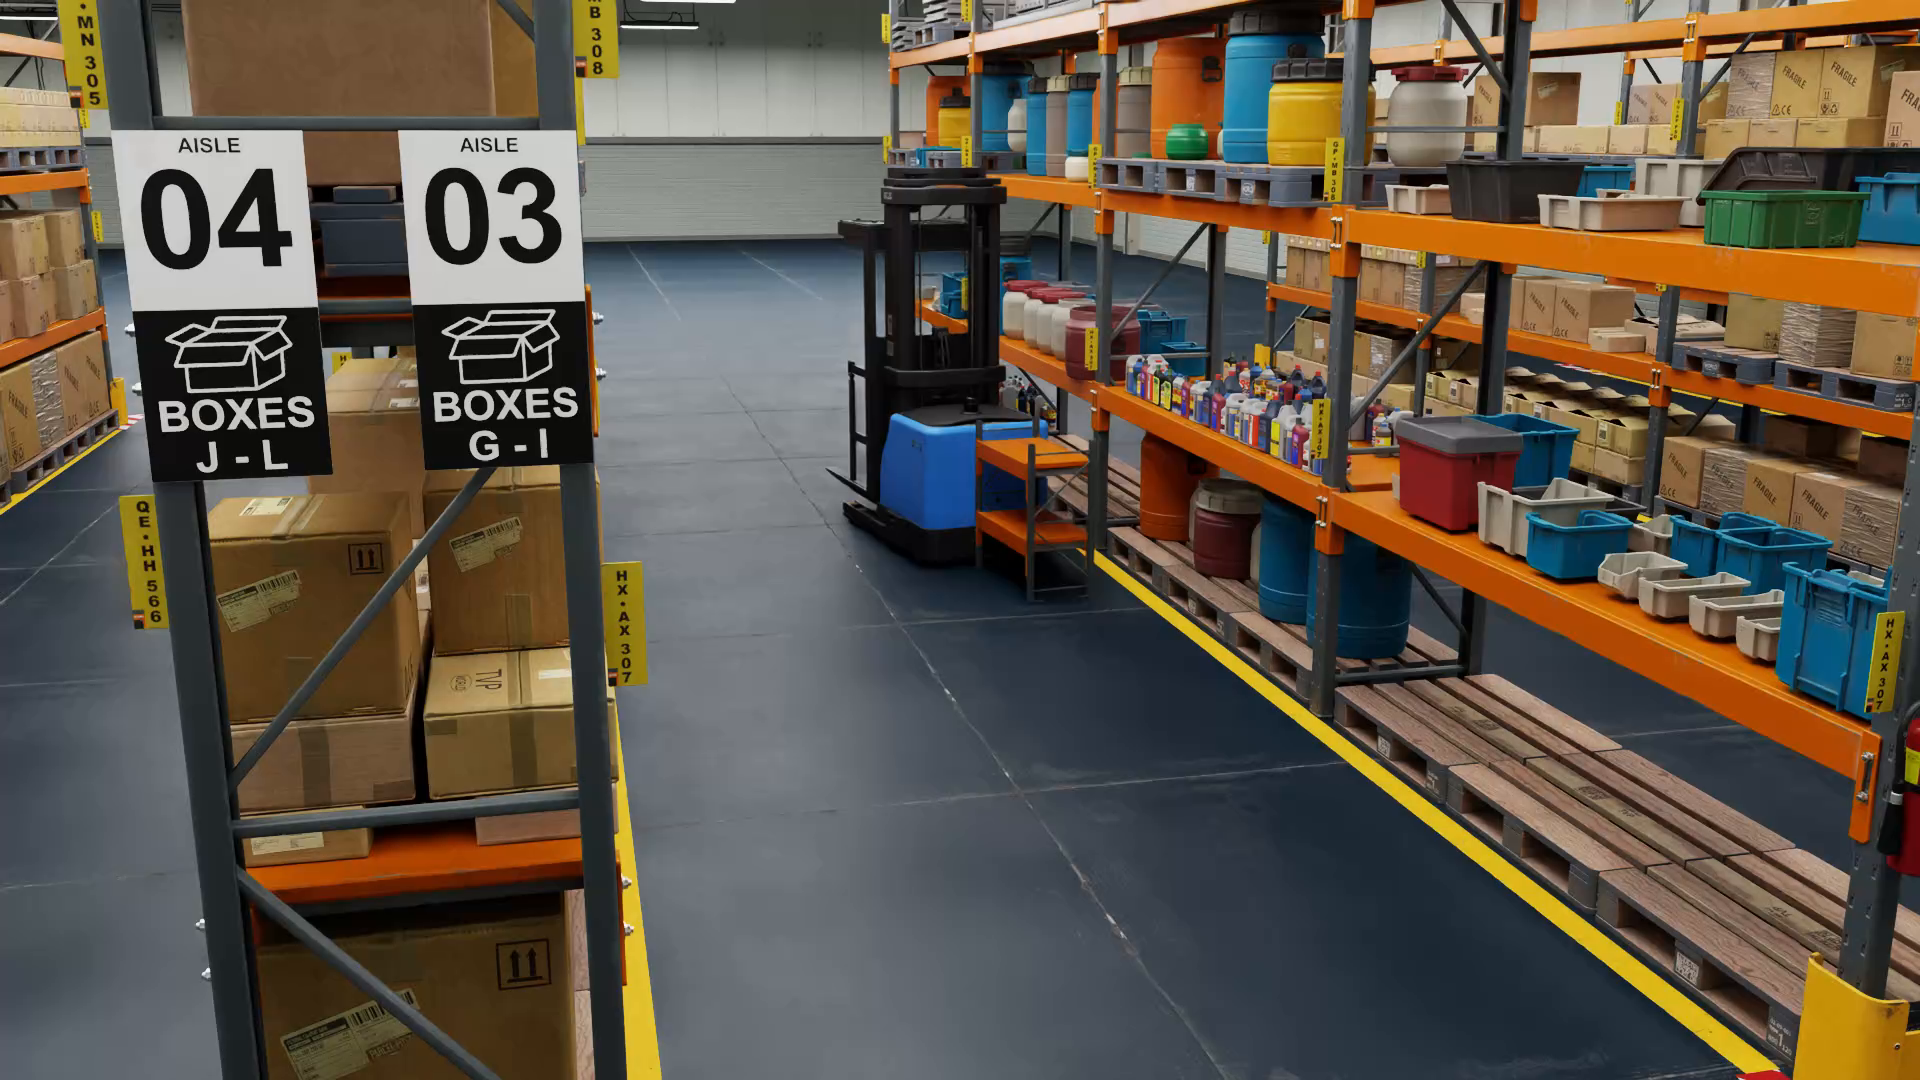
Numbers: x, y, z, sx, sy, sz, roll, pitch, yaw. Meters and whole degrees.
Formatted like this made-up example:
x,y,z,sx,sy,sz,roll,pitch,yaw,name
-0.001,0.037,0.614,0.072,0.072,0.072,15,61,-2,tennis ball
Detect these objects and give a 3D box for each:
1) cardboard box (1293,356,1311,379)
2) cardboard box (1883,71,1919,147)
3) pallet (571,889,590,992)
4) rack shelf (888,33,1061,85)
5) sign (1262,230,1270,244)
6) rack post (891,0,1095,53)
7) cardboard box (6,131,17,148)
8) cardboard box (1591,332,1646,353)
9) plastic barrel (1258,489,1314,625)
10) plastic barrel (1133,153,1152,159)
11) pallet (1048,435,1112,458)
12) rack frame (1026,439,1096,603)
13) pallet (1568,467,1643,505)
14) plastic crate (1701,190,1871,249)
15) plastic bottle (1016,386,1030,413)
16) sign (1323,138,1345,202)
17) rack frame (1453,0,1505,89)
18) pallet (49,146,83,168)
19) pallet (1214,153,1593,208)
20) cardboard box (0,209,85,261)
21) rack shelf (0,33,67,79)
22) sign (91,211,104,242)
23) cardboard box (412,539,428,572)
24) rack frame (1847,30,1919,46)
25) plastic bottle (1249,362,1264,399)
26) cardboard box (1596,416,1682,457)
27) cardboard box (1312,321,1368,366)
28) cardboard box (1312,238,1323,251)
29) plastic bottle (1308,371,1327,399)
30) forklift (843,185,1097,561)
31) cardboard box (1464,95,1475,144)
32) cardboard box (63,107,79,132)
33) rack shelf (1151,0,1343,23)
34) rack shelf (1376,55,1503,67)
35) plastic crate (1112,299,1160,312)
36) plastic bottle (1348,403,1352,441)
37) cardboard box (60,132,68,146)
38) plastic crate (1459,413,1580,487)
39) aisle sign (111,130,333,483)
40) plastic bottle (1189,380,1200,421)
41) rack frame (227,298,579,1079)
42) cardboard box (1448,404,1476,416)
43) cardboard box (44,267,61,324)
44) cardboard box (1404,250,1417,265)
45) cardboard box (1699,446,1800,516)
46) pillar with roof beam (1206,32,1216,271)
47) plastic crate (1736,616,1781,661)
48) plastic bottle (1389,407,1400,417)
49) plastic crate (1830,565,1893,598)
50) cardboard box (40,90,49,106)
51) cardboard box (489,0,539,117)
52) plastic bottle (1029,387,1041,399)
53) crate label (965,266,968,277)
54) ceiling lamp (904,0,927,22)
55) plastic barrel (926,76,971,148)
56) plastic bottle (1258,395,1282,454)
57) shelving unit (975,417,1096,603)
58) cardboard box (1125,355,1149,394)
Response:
x,y,z,sx,sy,sz,roll,pitch,yaw,name
4.509,-2.156,20.838,0.500,0.250,0.500,-3,14,-13,cardboard box
6.934,-2.956,11.581,0.600,0.600,0.600,-4,14,-15,cardboard box
-1.941,1.598,6.444,1.003,0.211,1.213,-3,14,-13,pallet
0.133,-5.172,17.996,1.077,0.370,4.000,-3,14,-13,rack shelf
3.938,-3.968,21.357,0.100,0.325,0.005,-3,14,-13,sign
0.513,-5.383,16.149,1.210,0.967,7.107,-3,14,-13,rack post
-9.053,-3.737,15.514,0.380,0.149,0.250,-4,14,-14,cardboard box
5.878,-1.763,14.852,0.380,0.149,0.250,-3,14,-13,cardboard box
2.204,0.031,10.518,0.600,0.901,0.708,-3,14,-13,plastic barrel
1.434,-2.854,12.794,0.294,0.245,0.294,0,14,0,plastic barrel
0.825,-0.807,16.285,1.003,0.211,1.213,-3,14,-13,pallet
0.705,-0.130,11.588,0.500,1.125,0.032,-5,15,-20,rack frame
6.202,-0.530,15.153,1.003,0.211,1.213,-3,14,-13,pallet
2.912,-1.138,5.891,0.450,0.188,0.336,-3,14,-13,plastic crate
0.676,-1.469,17.773,0.144,0.351,0.185,-3,14,-13,plastic bottle
1.946,-1.926,8.652,0.100,0.325,0.005,-3,14,-13,sign
5.421,-5.530,17.102,0.949,2.616,0.053,-3,14,-13,rack frame
-9.812,-3.978,17.254,1.003,0.211,1.213,-3,14,-13,pallet
3.971,-2.764,12.499,6.095,0.211,6.140,-3,14,-13,pallet
-9.947,-3.244,17.792,0.875,0.550,0.550,-3,14,-13,cardboard box
-9.527,-4.643,15.830,1.077,0.370,4.000,-3,14,-13,rack shelf
-9.466,-3.439,18.243,0.100,0.325,0.005,-3,14,-13,sign
-2.130,0.181,6.056,0.500,0.250,0.500,-3,14,-13,cardboard box
10.232,-5.807,18.235,1.000,3.000,0.127,-3,14,-13,rack frame
2.161,-1.160,12.125,0.097,0.271,0.097,0,14,0,plastic bottle
5.995,-0.941,14.685,0.500,0.311,0.500,-3,14,-12,cardboard box
4.638,-2.405,20.280,0.500,0.500,0.500,-3,14,-13,cardboard box
4.541,-3.623,20.359,0.380,0.149,0.250,-4,14,-14,cardboard box
2.339,-1.000,11.305,0.144,0.351,0.637,-3,14,-13,plastic bottle
1.841,-6.340,33.387,20.528,2.843,38.938,-6,15,-22,forklift
5.556,-4.524,17.915,0.500,0.500,0.500,-2,14,-9,cardboard box
-9.610,-4.418,17.464,0.500,0.250,0.500,-3,14,-12,cardboard box
2.012,-3.422,10.419,0.919,0.124,3.809,-3,14,-13,rack shelf
4.948,-5.543,19.099,0.919,0.124,3.809,-3,14,-13,rack shelf
1.460,-1.839,14.498,0.402,0.464,0.583,-3,14,-13,plastic crate
2.378,-0.768,10.511,0.152,0.276,0.135,-3,14,-13,plastic bottle
-9.469,-4.147,17.193,0.380,0.149,0.250,-3,14,-12,cardboard box
2.922,-0.428,8.764,0.392,0.384,0.575,-3,14,-13,plastic crate
-1.668,-0.526,3.781,0.394,0.787,0.004,-3,14,-13,aisle sign
1.601,-0.943,11.236,0.097,0.271,0.097,0,14,0,plastic bottle
-1.397,0.704,4.225,0.949,2.616,0.053,-3,14,-13,rack frame
5.391,-1.259,17.169,0.500,0.250,0.500,-3,14,-12,cardboard box
-9.705,-2.462,16.868,0.875,0.550,0.550,-3,14,-13,cardboard box
5.090,-3.087,18.166,0.380,0.149,0.250,-4,14,-14,cardboard box
6.315,-0.451,13.293,0.500,0.500,0.500,-4,14,-15,cardboard box
1.886,-10.529,37.563,9.100,9.000,0.548,-3,14,-13,pillar with roof beam
3.053,0.349,6.109,0.396,0.136,0.243,-3,14,-13,plastic crate
2.656,-0.673,10.133,0.097,0.271,0.097,0,14,0,plastic bottle
3.528,0.253,6.298,0.416,0.233,0.300,-3,14,-13,plastic crate
-9.350,-4.416,16.616,0.380,0.149,0.250,-3,14,-13,cardboard box
-1.583,-1.308,4.834,0.700,0.500,0.500,-4,14,-15,cardboard box
0.816,-1.477,17.806,0.144,0.351,0.185,-3,14,-12,plastic bottle
0.358,-2.871,18.783,0.502,0.435,0.616,-3,14,-13,crate label
-0.662,-15.205,44.403,2.000,3.185,0.800,-3,14,-13,ceiling lamp
-0.099,-5.028,19.577,0.600,0.830,0.708,-3,14,-13,plastic barrel
1.904,-0.707,10.106,0.144,0.351,0.185,-3,14,-13,plastic bottle
-10.783,-3.619,15.601,18.826,6.000,16.808,-5,15,-20,shelving unit
4.963,-0.043,9.820,5.886,1.356,7.345,-3,14,-13,cardboard box
